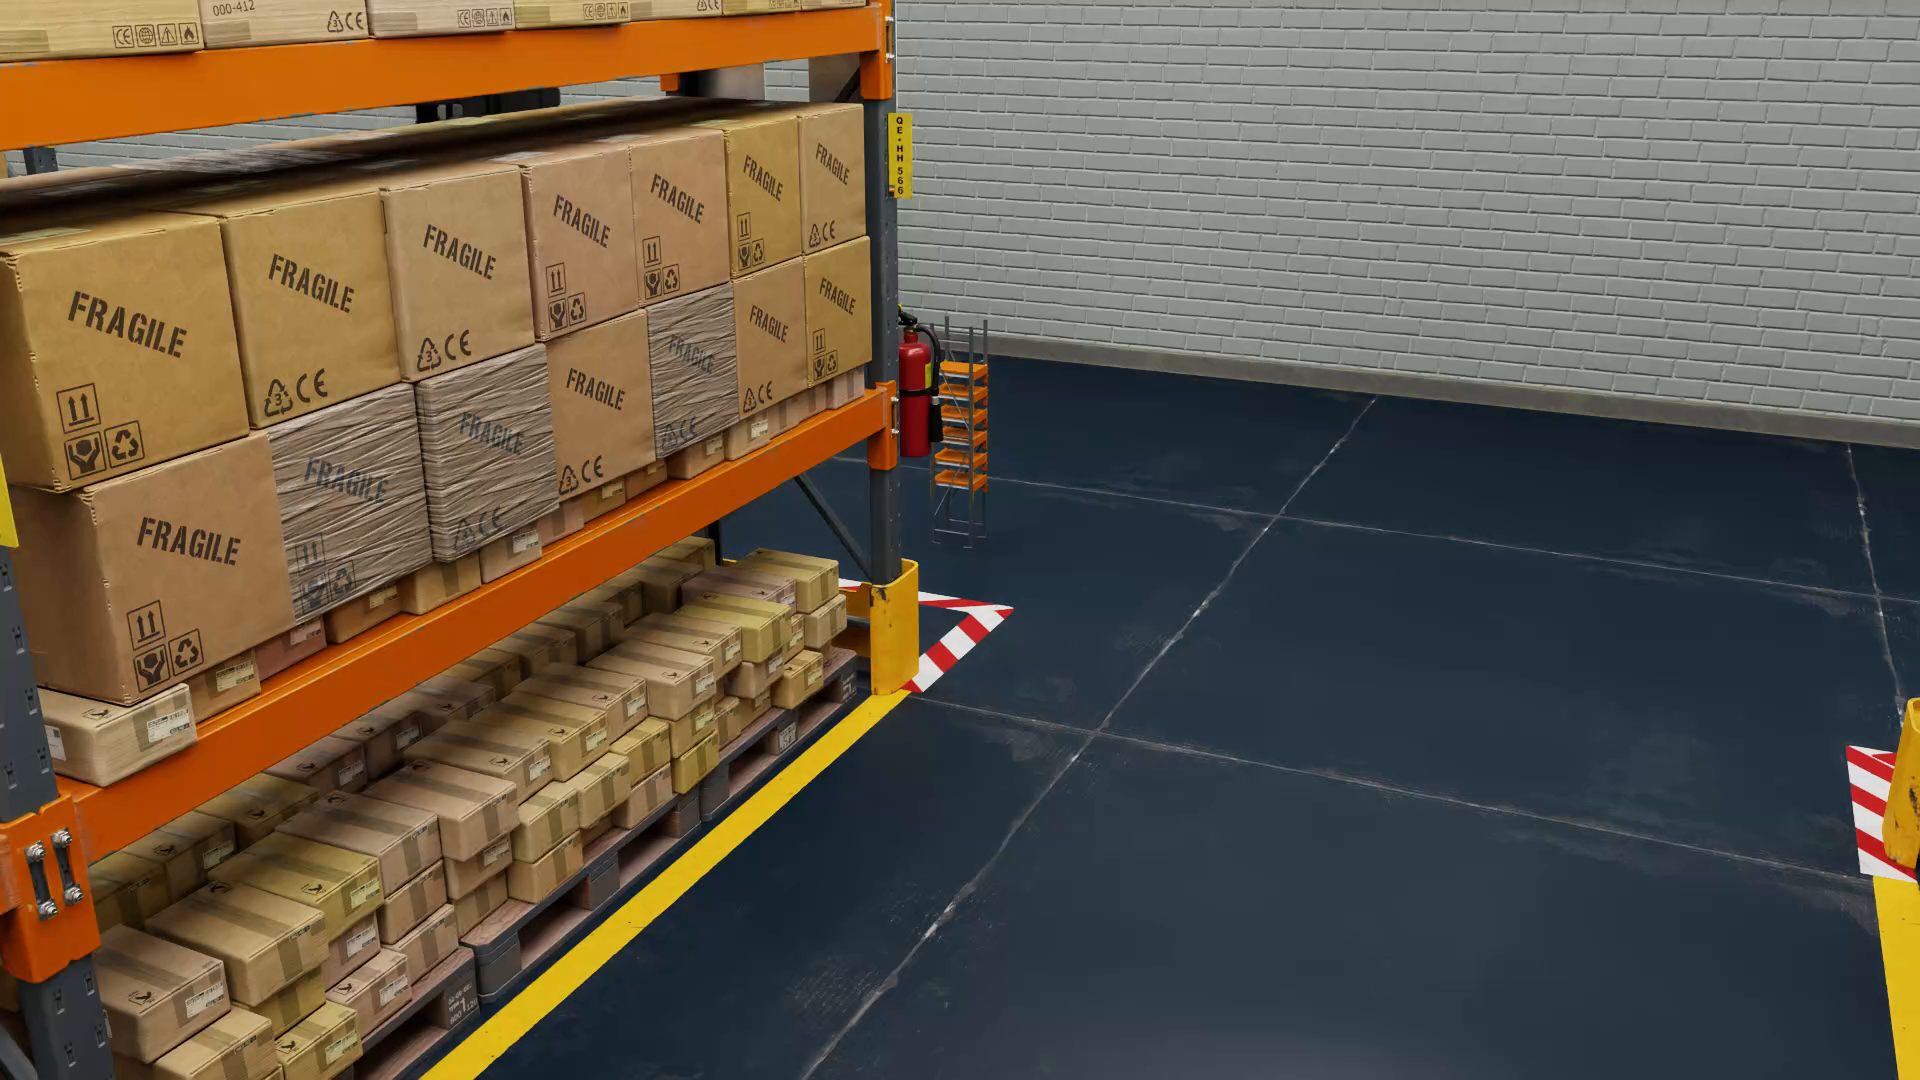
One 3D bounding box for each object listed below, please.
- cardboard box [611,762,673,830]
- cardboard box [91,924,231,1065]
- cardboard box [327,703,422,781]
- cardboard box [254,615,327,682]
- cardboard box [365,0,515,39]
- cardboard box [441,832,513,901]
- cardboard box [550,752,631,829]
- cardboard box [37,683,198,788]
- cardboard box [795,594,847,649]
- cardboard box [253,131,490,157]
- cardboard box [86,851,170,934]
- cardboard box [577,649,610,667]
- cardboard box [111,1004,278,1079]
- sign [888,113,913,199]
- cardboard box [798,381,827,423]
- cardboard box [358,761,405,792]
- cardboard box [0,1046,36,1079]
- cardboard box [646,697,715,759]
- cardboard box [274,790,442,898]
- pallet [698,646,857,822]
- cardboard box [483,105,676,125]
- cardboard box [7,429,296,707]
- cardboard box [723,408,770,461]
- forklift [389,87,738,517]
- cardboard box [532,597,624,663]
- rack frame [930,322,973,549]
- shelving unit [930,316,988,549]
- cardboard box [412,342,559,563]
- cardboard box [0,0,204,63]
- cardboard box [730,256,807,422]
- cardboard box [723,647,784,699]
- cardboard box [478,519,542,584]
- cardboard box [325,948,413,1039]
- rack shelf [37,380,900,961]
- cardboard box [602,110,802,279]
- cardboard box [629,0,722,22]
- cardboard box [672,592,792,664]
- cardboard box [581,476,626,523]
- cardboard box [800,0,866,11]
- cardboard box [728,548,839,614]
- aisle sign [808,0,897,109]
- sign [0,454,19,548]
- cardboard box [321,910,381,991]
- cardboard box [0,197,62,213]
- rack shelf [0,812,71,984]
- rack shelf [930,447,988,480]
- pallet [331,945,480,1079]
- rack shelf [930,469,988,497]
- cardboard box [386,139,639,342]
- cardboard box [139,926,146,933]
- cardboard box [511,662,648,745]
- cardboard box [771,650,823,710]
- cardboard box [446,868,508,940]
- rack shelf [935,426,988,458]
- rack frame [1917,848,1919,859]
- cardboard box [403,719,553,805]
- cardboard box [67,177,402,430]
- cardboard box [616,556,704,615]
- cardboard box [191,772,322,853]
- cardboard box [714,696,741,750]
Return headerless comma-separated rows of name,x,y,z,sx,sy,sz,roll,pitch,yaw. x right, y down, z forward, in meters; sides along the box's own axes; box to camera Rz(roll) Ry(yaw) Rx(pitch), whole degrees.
cardboard box,-1.224,0.843,5.748,0.380,0.149,0.250,9,21,24
cardboard box,-2.040,1.113,4.101,0.380,0.149,0.250,10,22,25
cardboard box,-1.995,0.637,5.441,0.380,0.149,0.250,8,21,21
cardboard box,-1.856,0.224,4.237,0.380,0.149,0.250,8,21,20
cardboard box,-1.512,-1.434,4.270,0.500,0.250,0.500,10,22,25
cardboard box,-1.594,0.932,5.057,0.380,0.149,0.250,10,22,25
cardboard box,-1.309,0.791,5.451,0.380,0.149,0.250,9,21,23
cardboard box,-1.956,0.402,3.737,0.380,0.149,0.250,9,22,25
cardboard box,-0.688,0.308,6.810,0.380,0.149,0.250,8,21,21
cardboard box,-1.798,-0.988,5.184,0.500,0.500,0.500,8,21,21
cardboard box,-2.394,0.962,4.526,0.380,0.149,0.250,9,21,23
cardboard box,-1.568,0.459,6.385,0.380,0.149,0.250,9,22,24
cardboard box,-1.930,1.264,4.123,0.380,0.149,0.250,10,22,25
sign,-0.234,-1.510,6.538,0.100,0.325,0.005,9,21,23
cardboard box,-0.744,-0.570,6.469,0.380,0.149,0.250,9,21,23
cardboard box,-1.931,0.799,5.430,0.380,0.149,0.250,7,21,20
cardboard box,-2.521,1.304,4.453,0.380,0.149,0.250,9,21,23
cardboard box,-1.100,0.627,5.912,0.380,0.149,0.250,9,21,24
cardboard box,-1.729,0.870,4.785,0.380,0.149,0.250,8,21,21
pallet,-1.128,0.683,6.733,1.003,0.211,1.213,9,21,23
cardboard box,-1.359,-1.300,6.062,0.500,0.500,0.500,9,22,24
cardboard box,-1.938,0.021,3.839,0.500,0.500,0.500,8,21,22
cardboard box,-0.916,-0.410,6.020,0.380,0.149,0.250,9,22,24
forklift,-2.770,-1.365,8.433,3.031,2.935,1.130,-10,22,-27
cardboard box,-1.506,0.329,6.309,0.380,0.149,0.250,7,21,20
rack frame,-0.043,-0.533,8.677,0.240,1.200,0.006,9,21,23
shelving unit,-0.006,-0.561,8.755,0.258,1.200,0.189,9,21,23
cardboard box,-1.502,-0.280,4.687,0.500,0.500,0.500,8,21,22
cardboard box,-1.940,-1.123,3.396,0.500,0.250,0.500,10,22,25
cardboard box,-0.897,-0.755,6.023,0.500,0.500,0.500,8,21,22
cardboard box,-0.899,0.467,6.362,0.380,0.149,0.250,8,21,20
cardboard box,-1.461,-0.007,4.888,0.380,0.149,0.250,10,22,25
cardboard box,-1.765,1.239,4.636,0.380,0.149,0.250,8,21,22
rack shelf,-1.551,0.053,5.417,1.077,0.370,4.000,9,21,23
cardboard box,-0.900,-1.227,5.857,0.500,0.500,0.500,8,21,21
cardboard box,-1.095,-1.758,5.183,0.500,0.250,0.500,10,22,25
cardboard box,-0.863,0.330,6.305,0.380,0.149,0.250,8,21,21
cardboard box,-1.310,-0.176,5.361,0.380,0.149,0.250,9,21,24
cardboard box,-0.677,-2.065,6.045,0.500,0.250,0.500,8,21,22
cardboard box,-0.718,0.164,6.771,0.380,0.149,0.250,9,21,23
aisle sign,-0.429,-2.103,6.527,0.394,0.787,0.004,9,21,23
sign,-1.863,-0.145,3.172,0.100,0.325,0.005,9,21,23
cardboard box,-1.841,1.094,4.599,0.380,0.149,0.250,8,21,22
cardboard box,-2.425,-0.514,3.852,0.500,0.500,0.500,8,21,21
rack shelf,-3.189,1.276,1.979,1.077,0.370,4.000,9,21,23
rack shelf,-0.006,-0.406,8.810,0.258,0.103,0.180,9,21,23
pallet,-2.128,1.429,4.636,1.003,0.211,1.213,9,21,23
rack shelf,-0.006,-0.293,8.851,0.258,0.103,0.180,9,21,23
cardboard box,-1.319,-0.905,4.950,0.500,0.500,0.500,8,21,21
cardboard box,-2.432,1.106,4.566,0.380,0.149,0.250,7,21,20
cardboard box,-1.296,0.555,5.671,0.380,0.149,0.250,8,21,21
cardboard box,-0.771,0.530,6.630,0.380,0.149,0.250,9,22,24
cardboard box,-1.628,1.067,5.119,0.380,0.149,0.250,8,21,20
rack shelf,-0.006,-0.519,8.770,0.258,0.103,0.180,9,21,23
rack frame,3.825,-0.249,5.193,1.000,3.000,0.127,9,21,23
cardboard box,-1.514,0.709,5.238,0.380,0.149,0.250,8,21,20
cardboard box,-1.765,-0.598,4.089,0.500,0.500,0.500,8,21,21
cardboard box,-1.260,0.182,6.721,0.380,0.149,0.250,9,21,24
cardboard box,-2.121,0.817,4.936,0.380,0.149,0.250,9,22,24
cardboard box,-1.047,0.676,6.219,0.380,0.149,0.250,9,21,23
